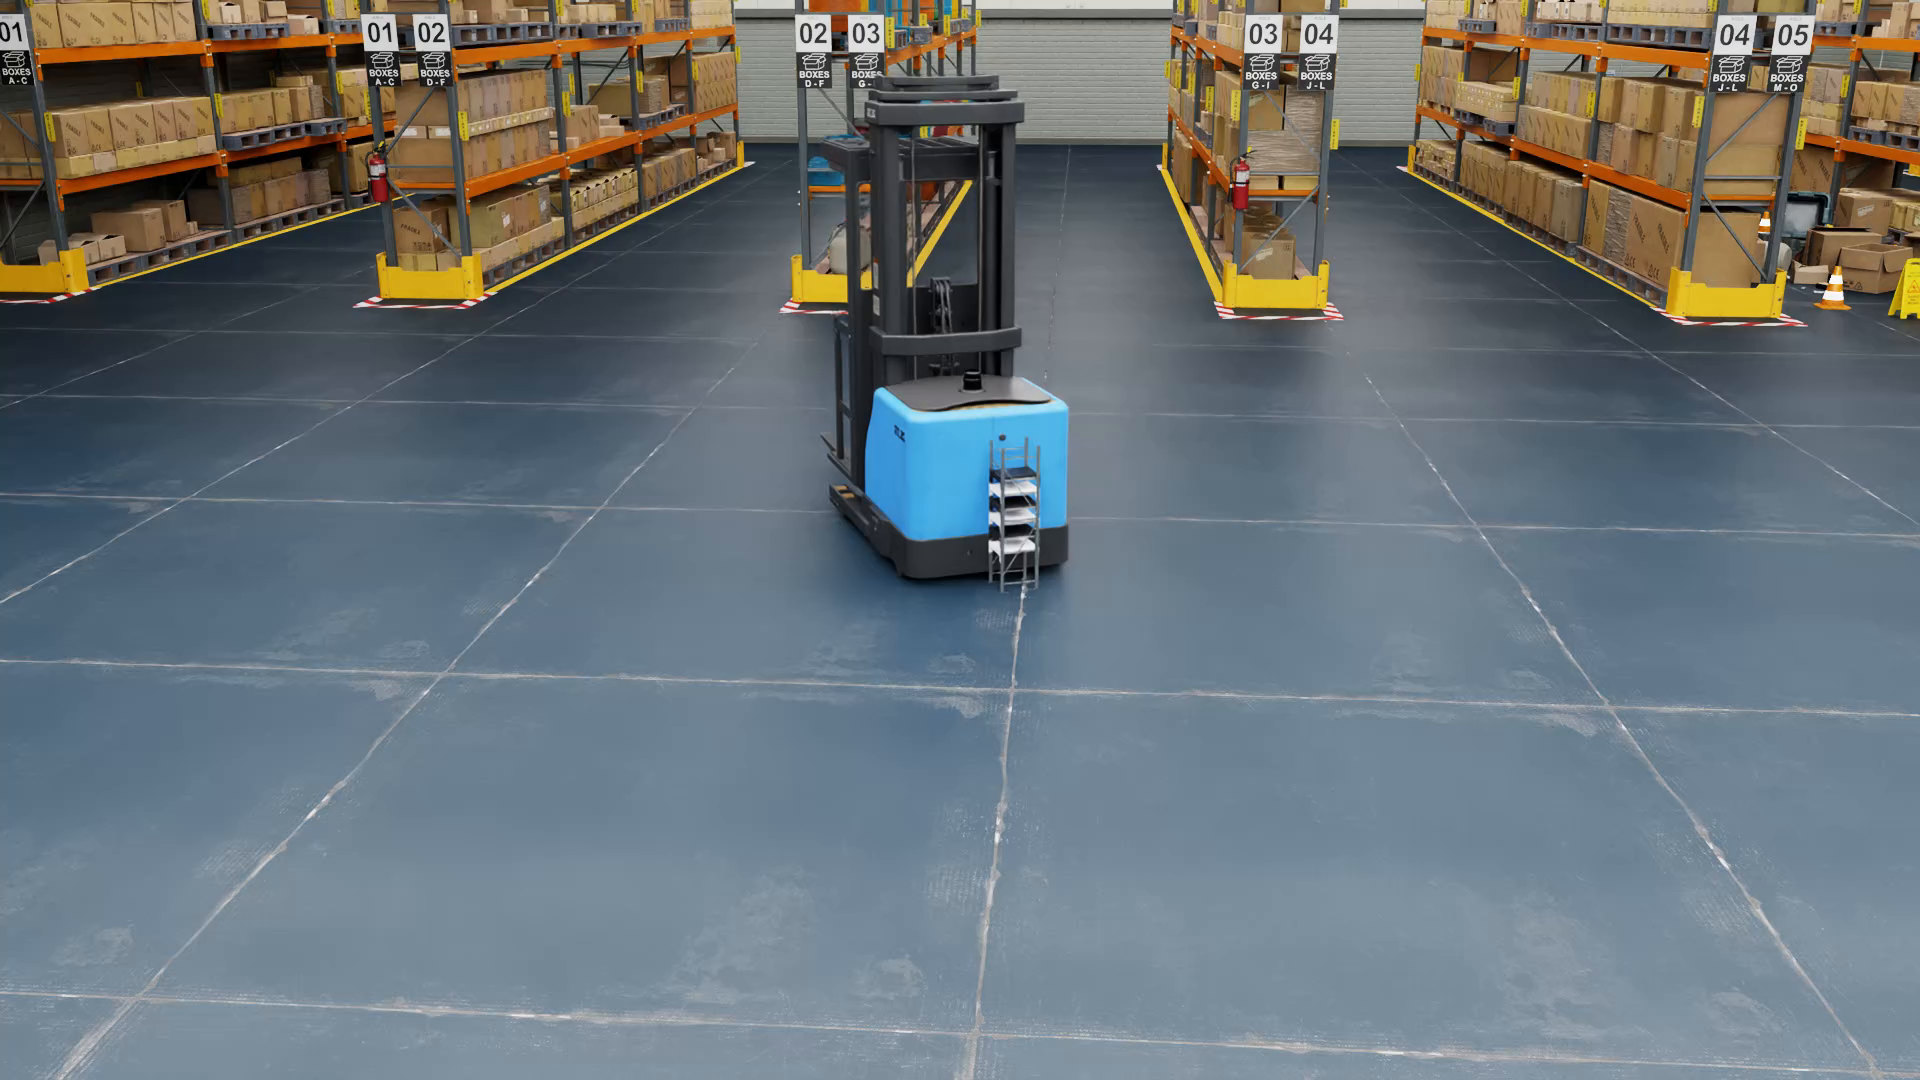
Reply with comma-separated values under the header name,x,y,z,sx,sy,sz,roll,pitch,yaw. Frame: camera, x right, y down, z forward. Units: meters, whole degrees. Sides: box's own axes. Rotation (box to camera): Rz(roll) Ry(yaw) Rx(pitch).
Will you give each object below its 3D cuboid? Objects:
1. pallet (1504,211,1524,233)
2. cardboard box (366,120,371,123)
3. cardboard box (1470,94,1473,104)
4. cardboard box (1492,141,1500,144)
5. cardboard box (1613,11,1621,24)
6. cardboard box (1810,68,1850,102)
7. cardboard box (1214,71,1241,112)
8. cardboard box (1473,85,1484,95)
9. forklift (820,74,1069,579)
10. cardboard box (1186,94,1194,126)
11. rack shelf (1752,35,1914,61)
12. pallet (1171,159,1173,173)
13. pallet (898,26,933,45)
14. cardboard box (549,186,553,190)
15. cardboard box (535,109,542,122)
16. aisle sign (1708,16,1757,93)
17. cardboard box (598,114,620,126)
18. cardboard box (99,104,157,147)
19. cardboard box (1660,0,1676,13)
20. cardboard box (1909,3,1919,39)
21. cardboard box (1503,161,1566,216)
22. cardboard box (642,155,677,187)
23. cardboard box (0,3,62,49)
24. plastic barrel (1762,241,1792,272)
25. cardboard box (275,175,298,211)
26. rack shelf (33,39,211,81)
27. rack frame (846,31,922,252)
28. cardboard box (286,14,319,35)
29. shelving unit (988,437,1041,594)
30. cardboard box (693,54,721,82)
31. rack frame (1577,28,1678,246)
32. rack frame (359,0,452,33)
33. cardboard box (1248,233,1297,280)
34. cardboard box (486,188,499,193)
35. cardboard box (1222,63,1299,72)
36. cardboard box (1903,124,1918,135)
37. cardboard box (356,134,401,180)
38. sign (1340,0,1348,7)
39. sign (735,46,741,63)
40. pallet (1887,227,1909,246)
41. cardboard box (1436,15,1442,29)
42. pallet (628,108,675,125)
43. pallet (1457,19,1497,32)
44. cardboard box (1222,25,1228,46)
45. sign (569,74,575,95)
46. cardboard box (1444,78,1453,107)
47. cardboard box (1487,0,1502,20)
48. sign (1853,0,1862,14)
name,x,y,z,sx,sy,sz,roll,pitch,yaw
pallet,8.995,-4.882,25.483,1.003,0.211,1.213,1,18,4
cardboard box,-10.345,-7.232,28.547,0.380,0.149,0.250,2,18,5
cardboard box,8.857,-7.477,28.175,0.380,0.149,0.250,2,18,6
cardboard box,9.612,-6.824,29.066,0.500,0.250,0.500,1,18,2
cardboard box,8.458,-6.575,20.923,0.380,0.149,0.250,1,18,4
cardboard box,13.876,-7.220,26.373,0.500,0.500,0.500,2,18,5
cardboard box,3.614,-5.880,21.806,0.500,0.500,0.500,1,18,4
cardboard box,8.835,-7.542,27.895,0.380,0.149,0.250,2,18,6
forklift,-0.271,-1.582,11.045,1.130,2.935,3.031,-6,19,-17
cardboard box,4.088,-7.273,28.140,0.500,0.500,0.500,2,18,5
rack shelf,14.215,-8.076,27.090,1.077,0.370,4.000,1,18,4
pallet,4.781,-7.502,33.478,1.003,0.211,1.213,1,18,4
pallet,-0.994,-6.570,21.642,1.213,0.211,1.003,1,18,4
cardboard box,-6.206,-5.026,24.284,0.500,0.311,0.500,2,18,5
cardboard box,-5.822,-5.681,22.240,0.380,0.149,0.250,1,18,2
aisle sign,8.249,-5.186,17.756,0.394,0.787,0.004,1,18,4
cardboard box,-5.763,-6.660,26.575,0.500,0.311,0.500,2,18,7
cardboard box,-10.761,-5.350,21.437,0.500,0.500,0.500,2,18,6
cardboard box,8.383,-6.178,19.070,0.500,0.250,0.500,1,18,4
cardboard box,13.990,-7.371,23.618,0.797,0.503,0.637,1,18,4
cardboard box,8.993,-5.394,25.504,1.050,0.750,0.750,1,18,3
cardboard box,-5.271,-6.451,29.102,0.500,0.500,0.500,1,18,2
cardboard box,-10.935,-6.020,19.468,0.500,0.500,0.500,2,18,5
plastic barrel,10.289,-3.597,21.221,0.512,0.421,0.421,17,25,41
cardboard box,-10.795,-5.408,25.918,0.700,0.500,0.500,1,18,4
rack shelf,-11.065,-6.144,21.195,1.077,0.370,4.000,1,18,4
rack frame,-1.040,-5.460,22.770,1.000,3.000,0.127,1,18,4
cardboard box,-10.417,-8.087,26.079,0.500,0.311,0.500,1,18,4
shelving unit,0.323,-0.145,9.921,0.258,0.900,0.210,-6,19,-17
cardboard box,-4.983,-9.200,32.416,0.500,0.500,0.500,2,18,6
rack frame,8.840,-5.208,21.999,1.000,3.000,0.127,1,18,4
rack frame,-6.267,-7.181,18.386,1.000,3.000,0.127,1,18,4
cardboard box,3.675,-3.313,19.556,0.500,0.500,0.500,5,19,14
cardboard box,-6.397,-4.374,21.991,0.500,0.500,0.500,1,18,4
cardboard box,4.097,-6.078,23.018,1.000,1.000,1.000,1,18,4
cardboard box,13.698,-5.854,23.699,0.380,0.149,0.250,2,18,6
cardboard box,-10.326,-6.863,29.830,0.750,0.750,0.750,2,18,6
sign,4.155,-5.936,18.002,0.100,0.325,0.005,1,18,4
sign,-4.568,-9.981,34.199,0.100,0.325,0.005,1,18,4
pallet,13.924,-4.425,24.090,1.003,0.211,1.213,1,18,4
cardboard box,9.347,-9.831,31.534,0.500,0.250,0.500,1,18,2
pallet,-5.559,-7.327,28.776,1.003,0.211,1.213,1,18,4
pallet,9.263,-8.839,28.566,1.213,0.211,1.003,1,18,4
cardboard box,3.533,-6.252,20.608,0.500,0.250,0.500,1,18,2
sign,-6.236,-7.336,26.763,0.100,0.325,0.005,1,18,4
cardboard box,9.205,-8.199,30.490,0.500,0.500,0.500,1,18,2
cardboard box,9.172,-8.890,27.578,0.797,0.503,0.637,1,18,3
sign,13.518,-8.095,25.035,0.100,0.325,0.005,1,18,4
